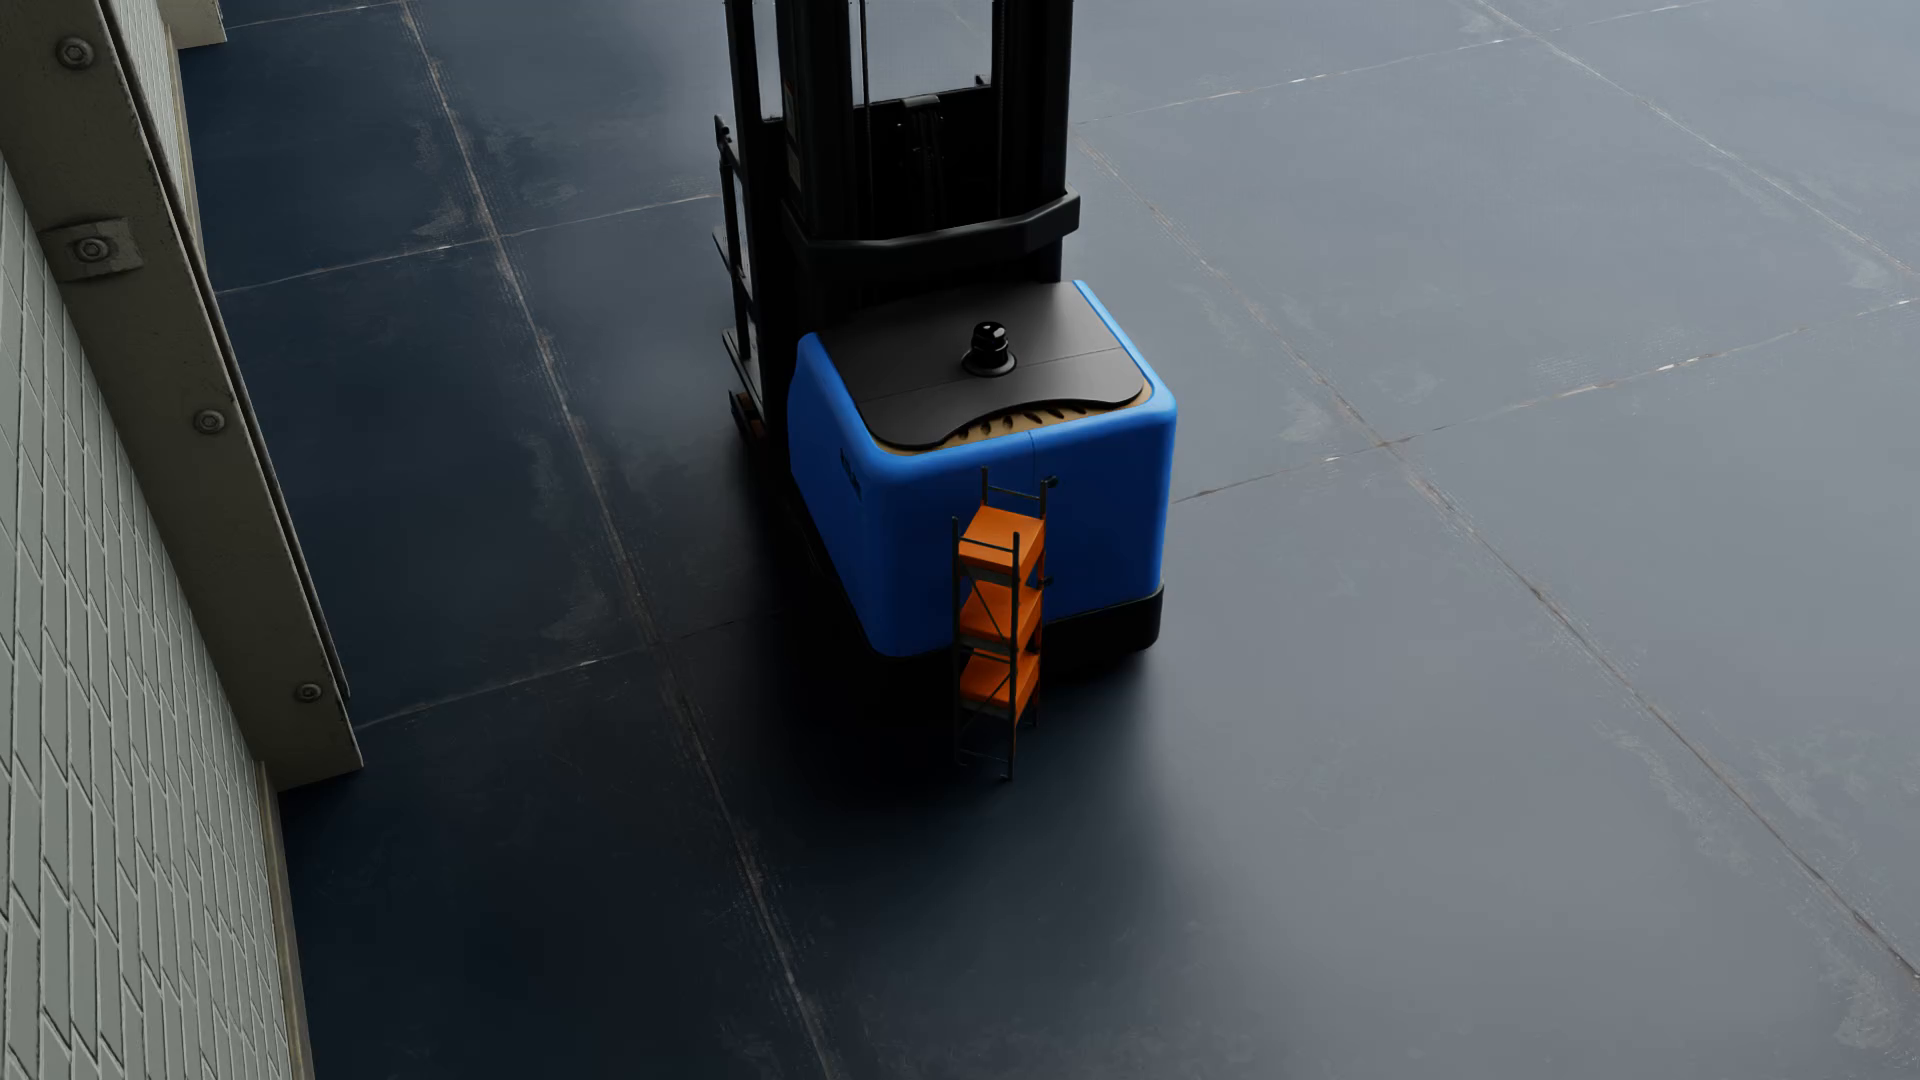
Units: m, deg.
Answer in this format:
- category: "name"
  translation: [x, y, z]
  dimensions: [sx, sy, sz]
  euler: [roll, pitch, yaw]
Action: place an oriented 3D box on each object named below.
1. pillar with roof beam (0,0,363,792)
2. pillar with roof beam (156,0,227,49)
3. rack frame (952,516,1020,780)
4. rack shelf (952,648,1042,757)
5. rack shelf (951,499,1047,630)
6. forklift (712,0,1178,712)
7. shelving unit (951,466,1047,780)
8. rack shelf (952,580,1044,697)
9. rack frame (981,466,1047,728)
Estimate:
- category: "pillar with roof beam"
  translation: [1.825, -3.829, 3.800]
  dimensions: [9.100, 9.000, 0.400]
  euler: [-15, 43, -17]
- category: "pillar with roof beam"
  translation: [-0.471, -7.443, 8.004]
  dimensions: [9.100, 9.000, 0.400]
  euler: [-15, 43, -17]
- category: "rack frame"
  translation: [0.075, 0.353, 5.034]
  dimensions: [0.200, 1.050, 0.008]
  euler: [14, 43, 16]
- category: "rack shelf"
  translation: [0.119, 0.495, 5.310]
  dimensions: [0.215, 0.259, 0.240]
  euler: [14, 43, 16]
- category: "rack shelf"
  translation: [0.117, 0.073, 4.940]
  dimensions: [0.215, 0.259, 0.240]
  euler: [14, 43, 16]
- category: "forklift"
  translation: [-0.289, -1.513, 5.762]
  dimensions: [1.130, 2.935, 3.031]
  euler: [-13, 42, -15]
- category: "shelving unit"
  translation: [0.118, 0.278, 5.120]
  dimensions: [0.215, 1.050, 0.252]
  euler: [14, 43, 16]
- category: "rack shelf"
  translation: [0.118, 0.286, 5.127]
  dimensions: [0.215, 0.259, 0.240]
  euler: [14, 43, 16]
- category: "rack frame"
  translation: [0.161, 0.203, 5.205]
  dimensions: [0.200, 1.050, 0.008]
  euler: [14, 43, 16]
